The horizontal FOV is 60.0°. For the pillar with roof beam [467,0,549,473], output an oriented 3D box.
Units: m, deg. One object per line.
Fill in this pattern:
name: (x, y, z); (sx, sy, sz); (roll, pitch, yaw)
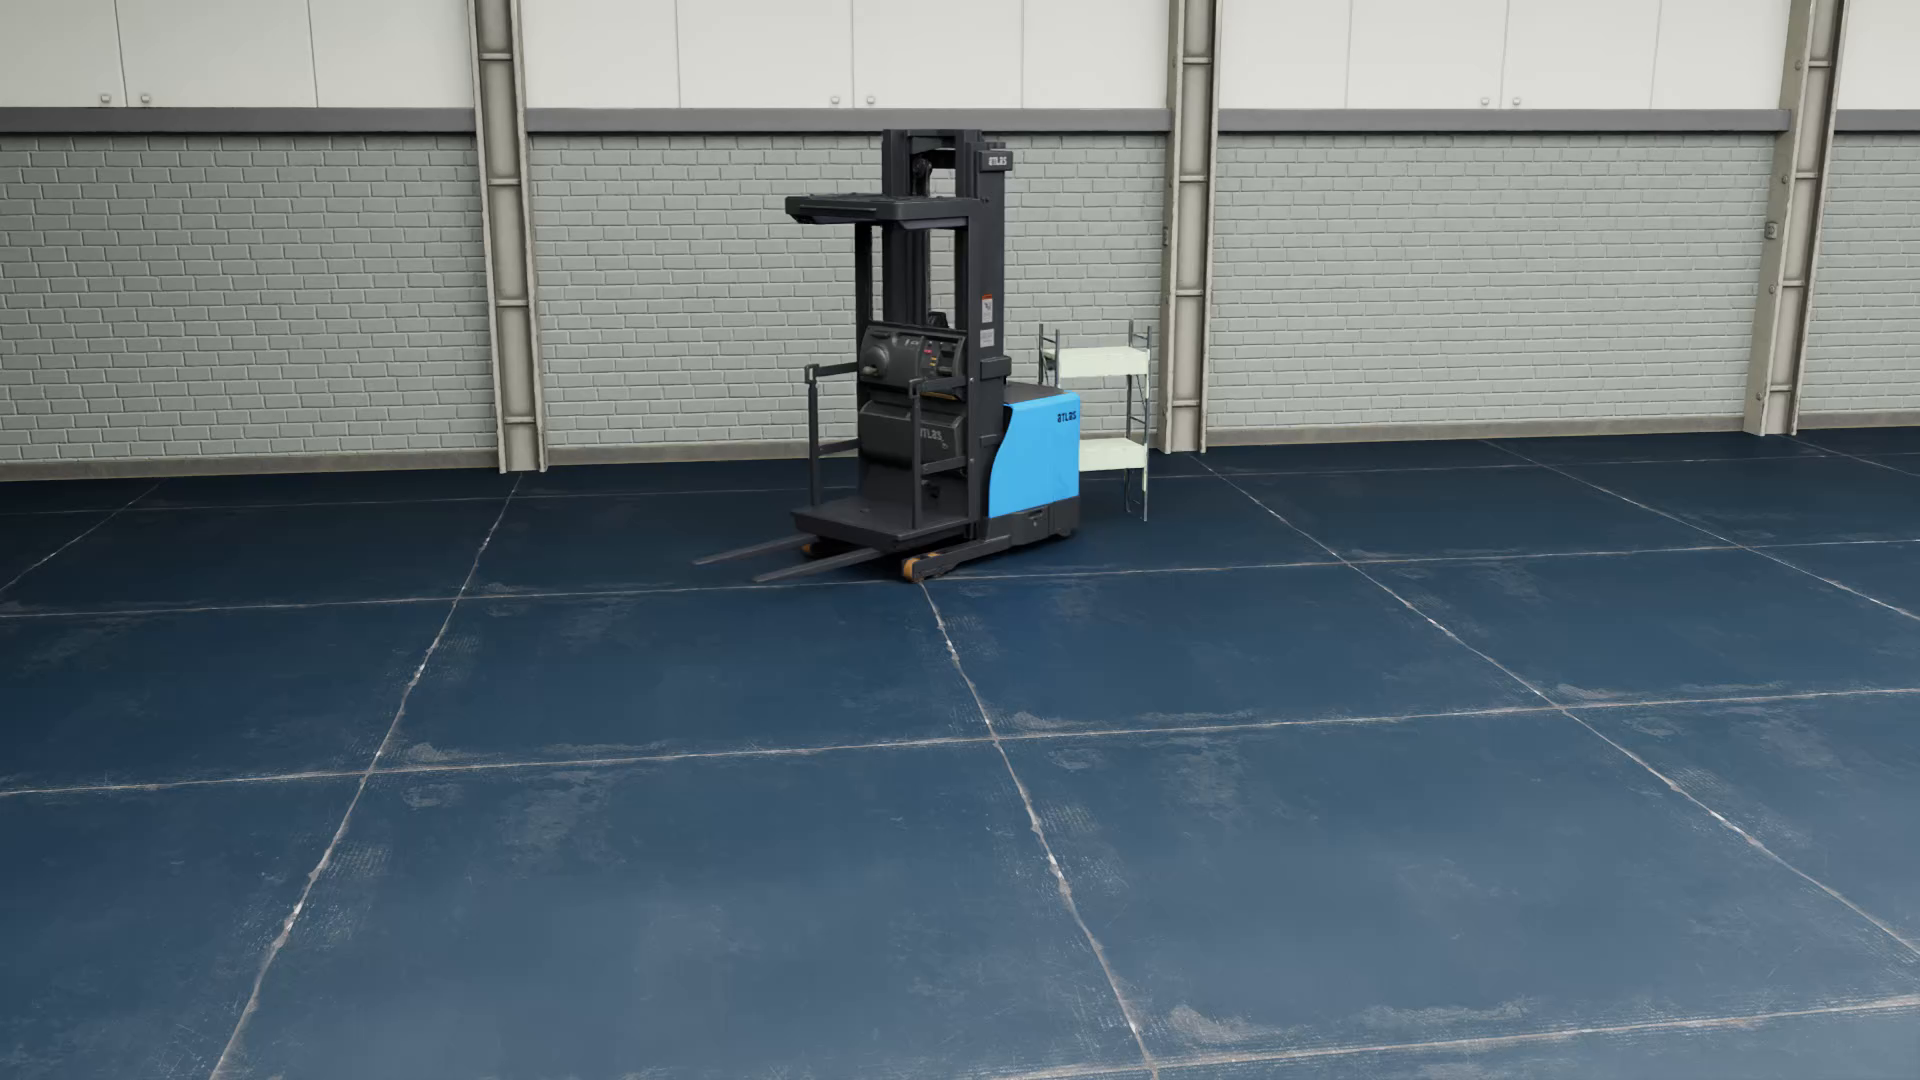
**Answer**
pillar with roof beam: (-3.218, -3.959, 9.507); (0.400, 9.000, 9.100); (-2, 14, -8)

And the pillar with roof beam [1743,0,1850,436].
pillar with roof beam: (8.648, -4.393, 11.241); (0.400, 9.000, 9.100); (-2, 14, -8)

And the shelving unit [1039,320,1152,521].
shelving unit: (1.019, -0.894, 12.704); (0.755, 1.500, 0.431); (-4, 15, -16)

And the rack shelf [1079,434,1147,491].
rack shelf: (1.019, -0.578, 12.783); (0.720, 0.370, 0.431); (-4, 15, -16)

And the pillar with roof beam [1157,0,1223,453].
pillar with roof beam: (2.715, -4.176, 10.374); (0.400, 9.000, 9.100); (-2, 14, -8)

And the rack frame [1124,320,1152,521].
rack frame: (1.370, -0.919, 12.805); (0.023, 1.500, 0.400); (-4, 15, -16)

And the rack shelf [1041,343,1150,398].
rack shelf: (1.019, -1.273, 12.609); (0.720, 0.370, 0.431); (-4, 15, -16)

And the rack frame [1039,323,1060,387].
rack frame: (0.668, -0.869, 12.603); (0.023, 1.500, 0.400); (-4, 15, -16)

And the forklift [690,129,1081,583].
forklift: (-0.474, -1.274, 11.278); (1.130, 2.935, 3.031); (13, 19, 41)
